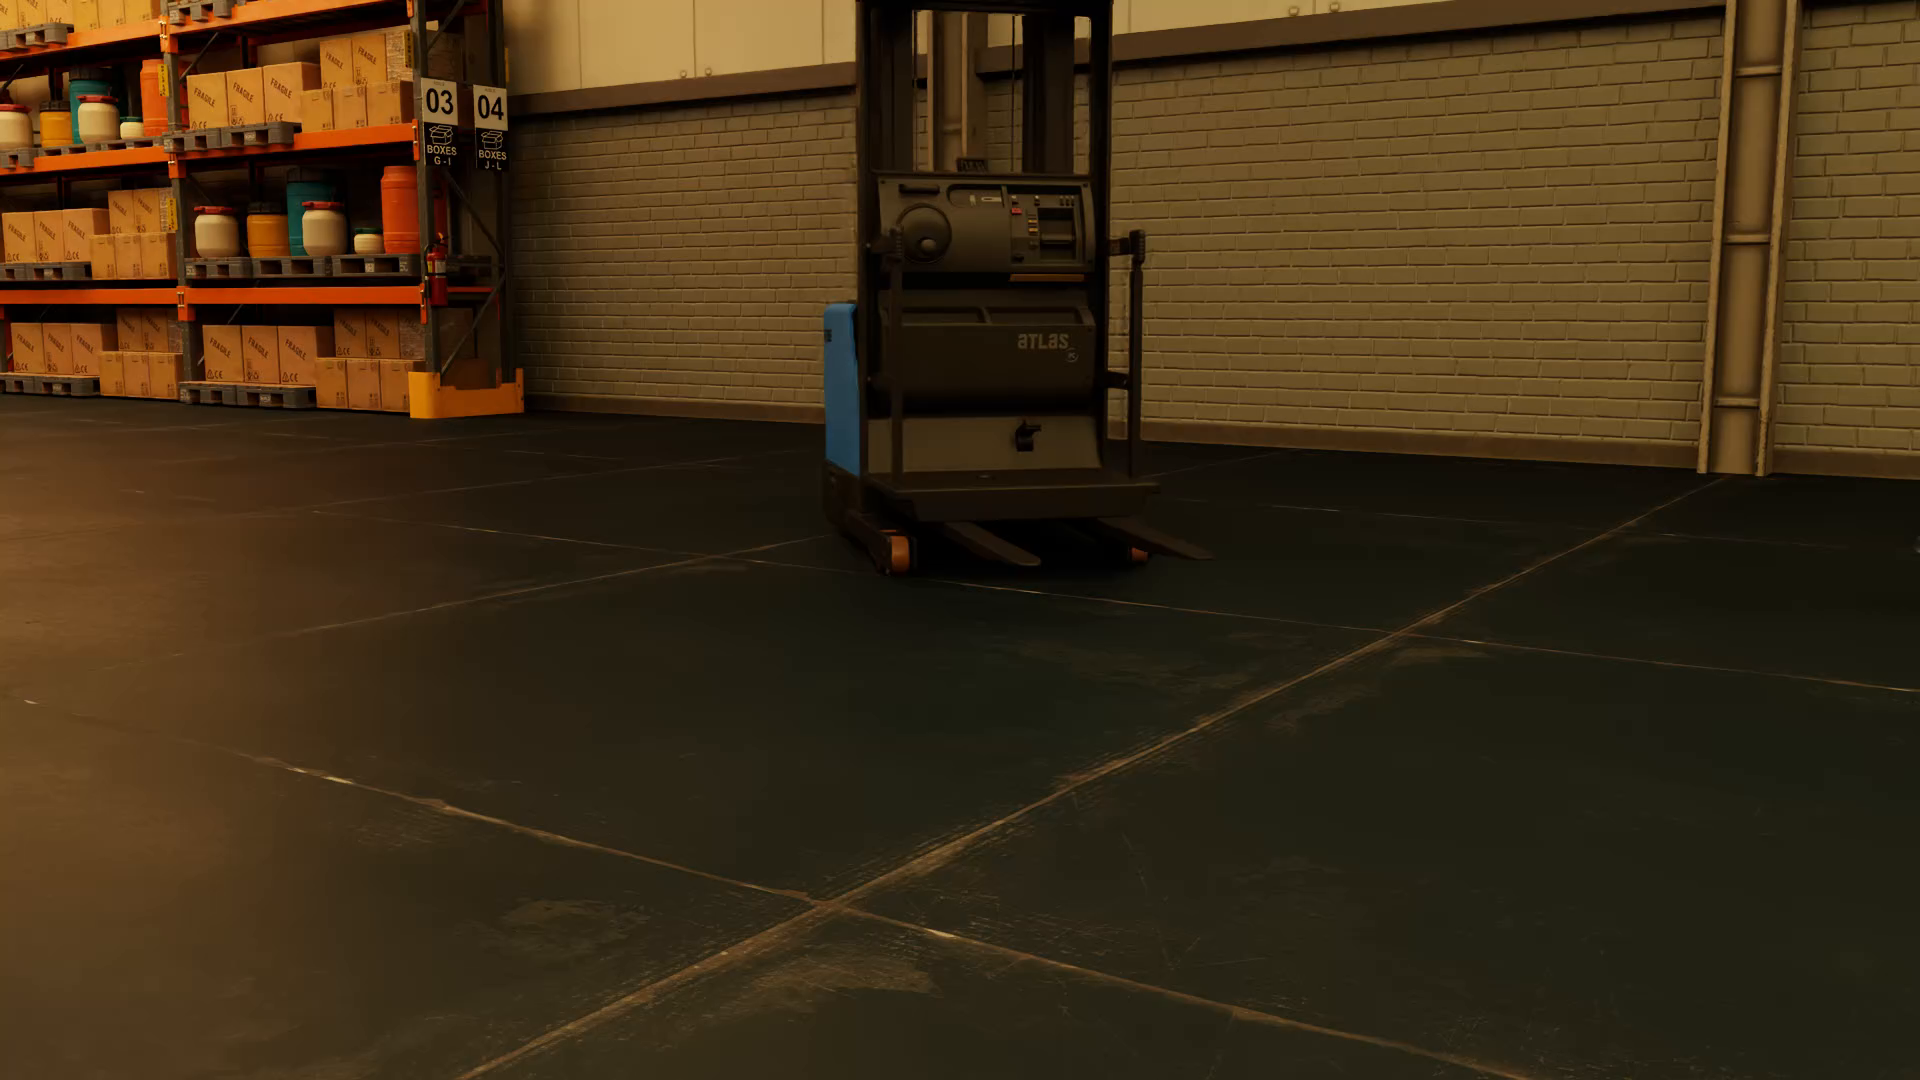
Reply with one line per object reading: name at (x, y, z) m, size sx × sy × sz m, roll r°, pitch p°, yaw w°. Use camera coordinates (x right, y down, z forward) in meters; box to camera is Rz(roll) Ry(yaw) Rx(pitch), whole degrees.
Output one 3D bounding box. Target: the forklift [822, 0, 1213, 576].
forklift at (0.167, -1.366, 6.802) m, size 1.130 × 2.935 × 3.031 m, roll -2°, pitch 8°, yaw -14°
